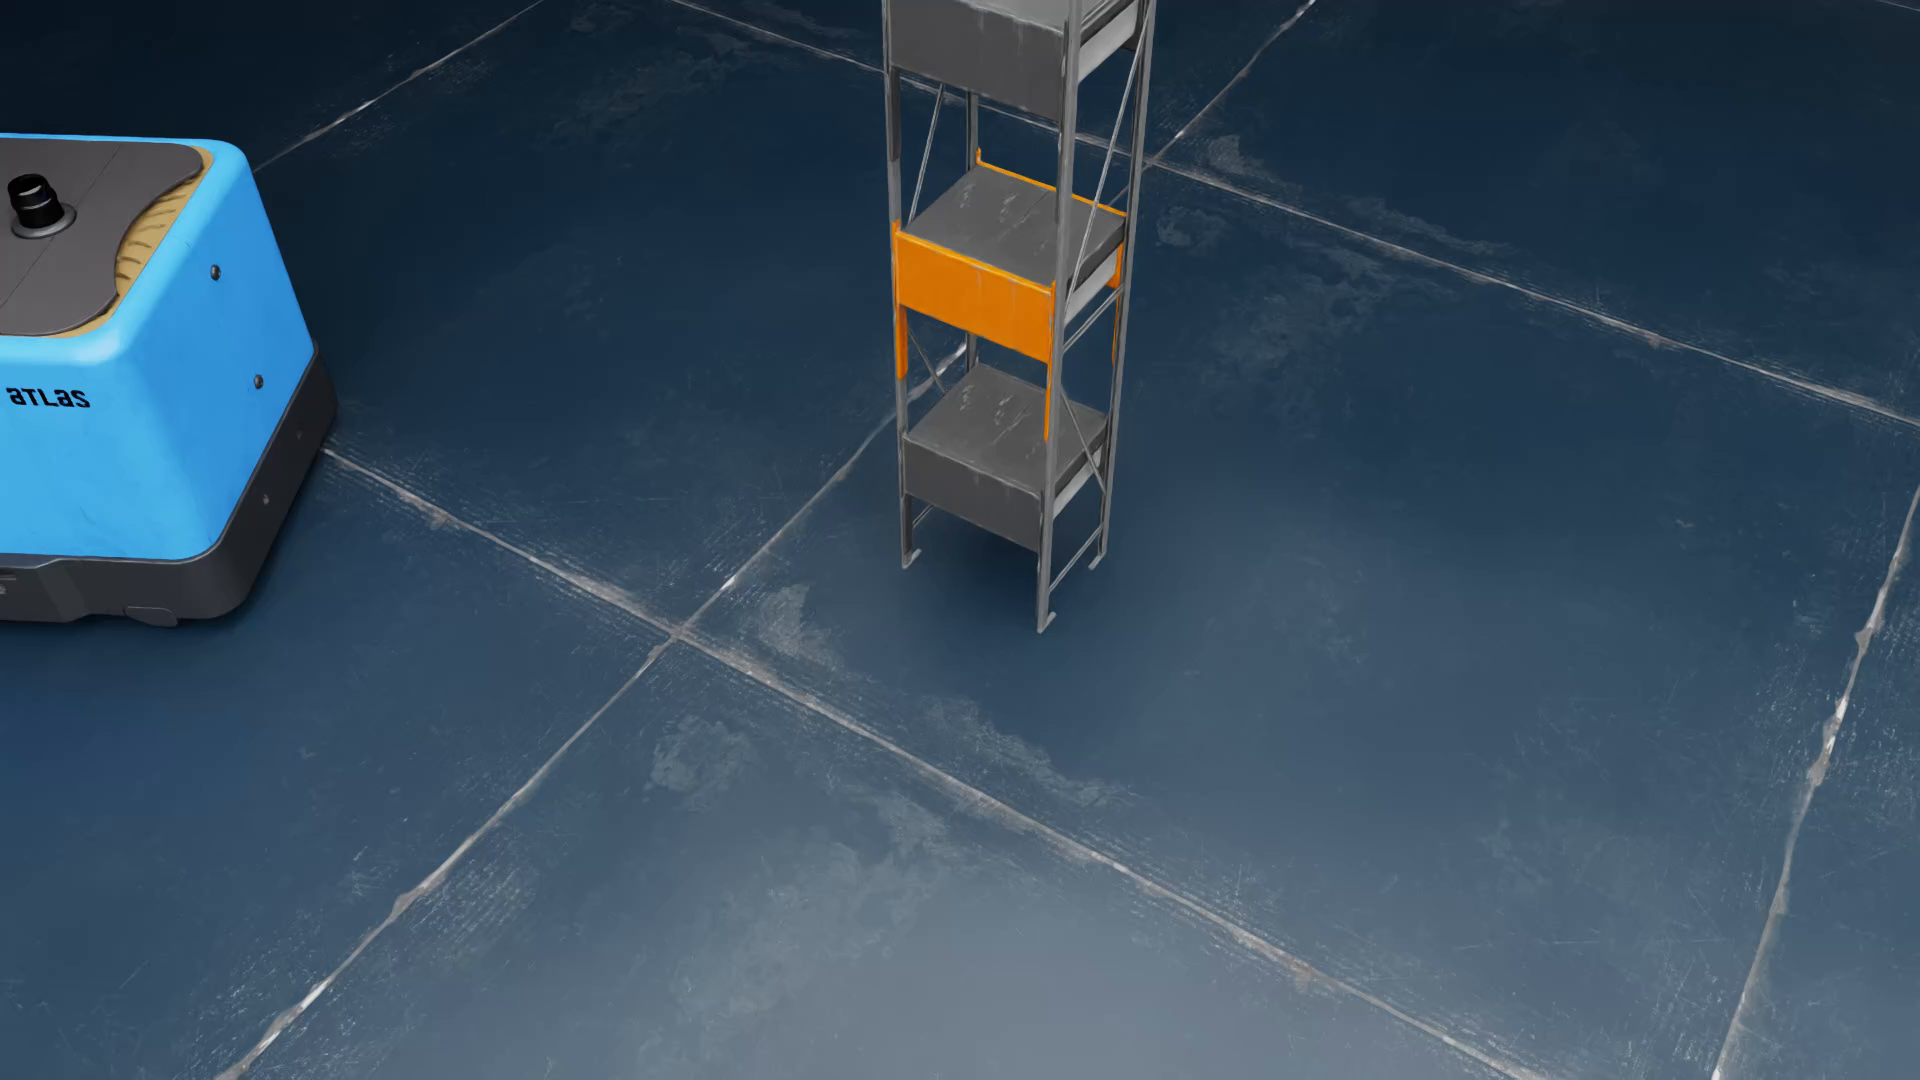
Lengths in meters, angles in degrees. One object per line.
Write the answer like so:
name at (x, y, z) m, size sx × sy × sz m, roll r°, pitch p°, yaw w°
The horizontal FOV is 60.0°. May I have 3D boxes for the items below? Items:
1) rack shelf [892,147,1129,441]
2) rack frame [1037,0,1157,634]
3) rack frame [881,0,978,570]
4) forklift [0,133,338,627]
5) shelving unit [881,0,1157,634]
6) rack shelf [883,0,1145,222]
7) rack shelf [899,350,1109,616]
rack shelf at (0.139, -0.658, 4.444) m, size 0.480 × 0.518 × 0.431 m, roll 25°, pitch 51°, yaw 22°
rack frame at (0.345, -0.573, 4.343) m, size 0.015 × 2.100 × 0.400 m, roll 25°, pitch 51°, yaw 22°
rack frame at (-0.066, -0.762, 4.526) m, size 0.015 × 2.100 × 0.400 m, roll 25°, pitch 51°, yaw 22°
forklift at (-3.625, -1.171, 4.344) m, size 3.031 × 2.935 × 1.130 m, roll 2°, pitch 46°, yaw 2°
shelving unit at (0.139, -0.668, 4.435) m, size 0.503 × 2.100 × 0.431 m, roll 25°, pitch 51°, yaw 22°
rack shelf at (0.139, -1.146, 3.942) m, size 0.480 × 0.518 × 0.431 m, roll 25°, pitch 51°, yaw 22°
rack shelf at (0.139, -0.170, 4.946) m, size 0.480 × 0.518 × 0.431 m, roll 25°, pitch 51°, yaw 22°
